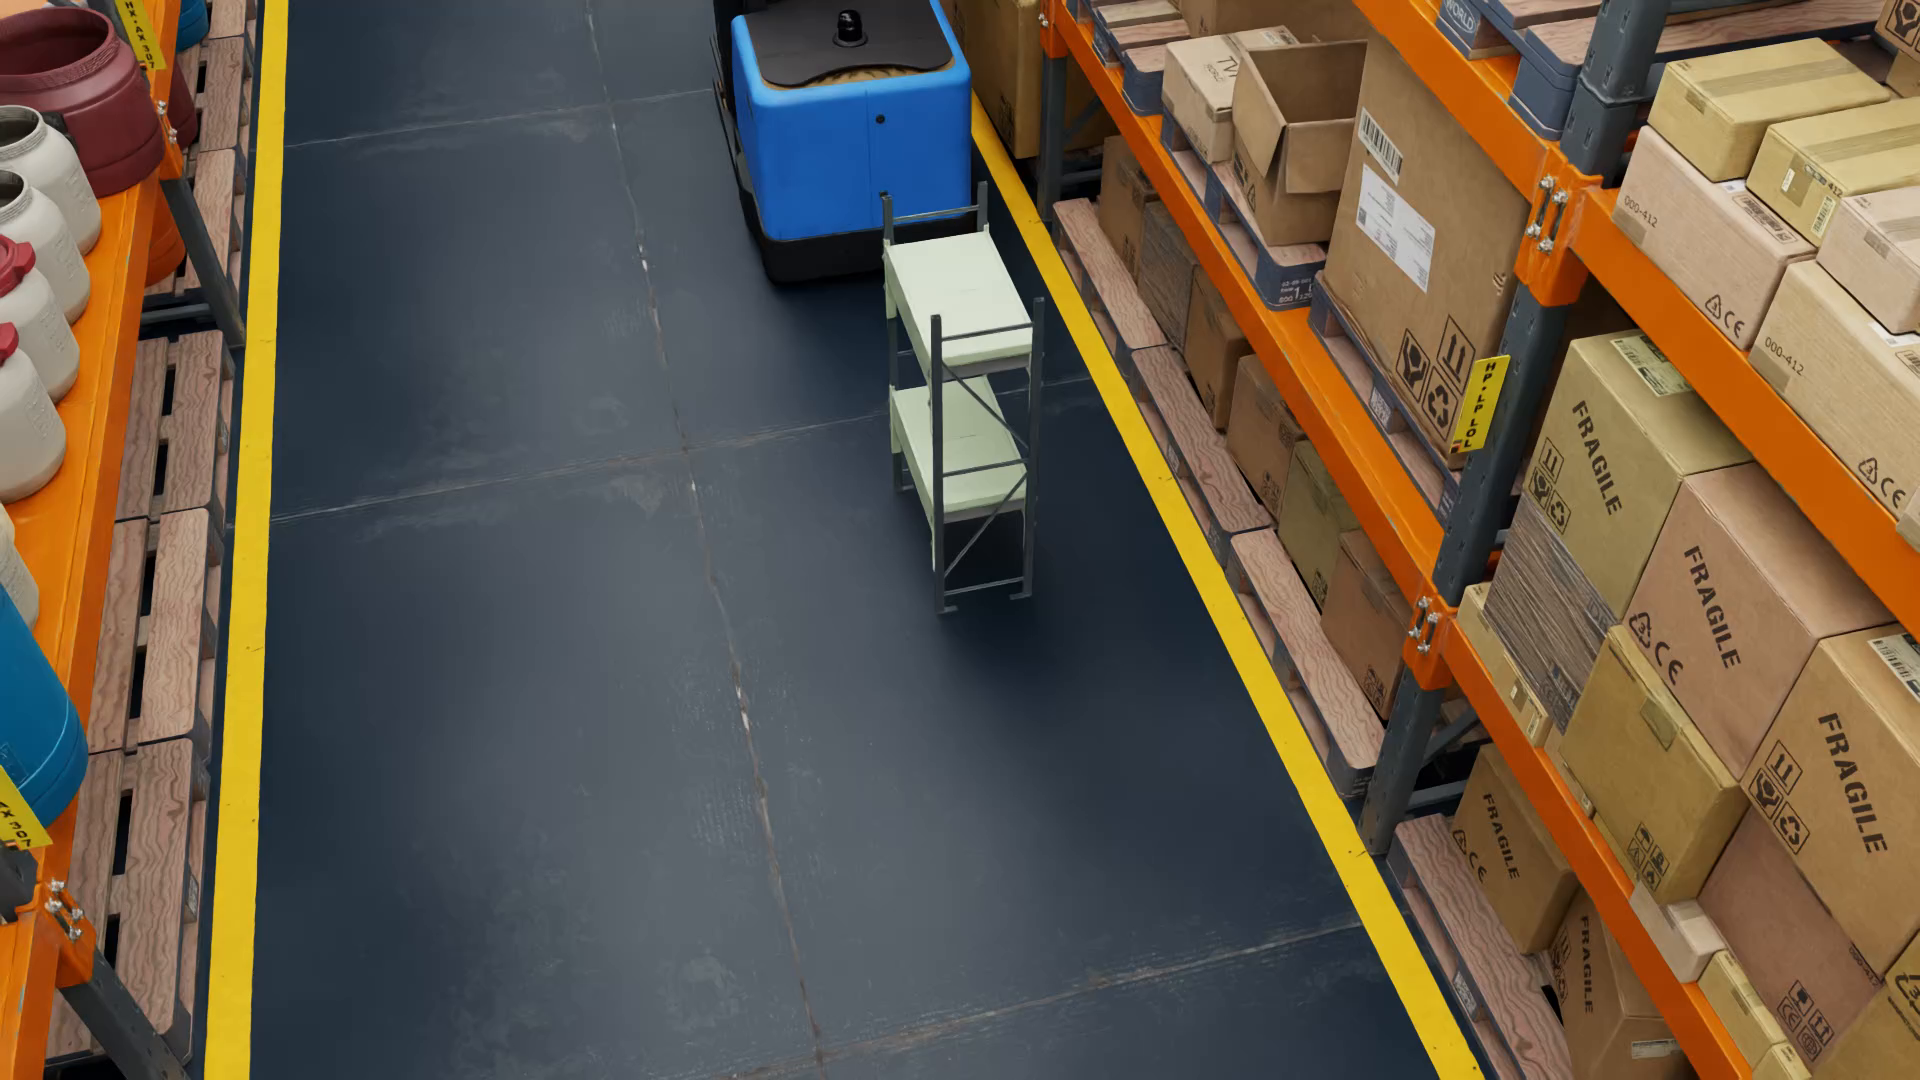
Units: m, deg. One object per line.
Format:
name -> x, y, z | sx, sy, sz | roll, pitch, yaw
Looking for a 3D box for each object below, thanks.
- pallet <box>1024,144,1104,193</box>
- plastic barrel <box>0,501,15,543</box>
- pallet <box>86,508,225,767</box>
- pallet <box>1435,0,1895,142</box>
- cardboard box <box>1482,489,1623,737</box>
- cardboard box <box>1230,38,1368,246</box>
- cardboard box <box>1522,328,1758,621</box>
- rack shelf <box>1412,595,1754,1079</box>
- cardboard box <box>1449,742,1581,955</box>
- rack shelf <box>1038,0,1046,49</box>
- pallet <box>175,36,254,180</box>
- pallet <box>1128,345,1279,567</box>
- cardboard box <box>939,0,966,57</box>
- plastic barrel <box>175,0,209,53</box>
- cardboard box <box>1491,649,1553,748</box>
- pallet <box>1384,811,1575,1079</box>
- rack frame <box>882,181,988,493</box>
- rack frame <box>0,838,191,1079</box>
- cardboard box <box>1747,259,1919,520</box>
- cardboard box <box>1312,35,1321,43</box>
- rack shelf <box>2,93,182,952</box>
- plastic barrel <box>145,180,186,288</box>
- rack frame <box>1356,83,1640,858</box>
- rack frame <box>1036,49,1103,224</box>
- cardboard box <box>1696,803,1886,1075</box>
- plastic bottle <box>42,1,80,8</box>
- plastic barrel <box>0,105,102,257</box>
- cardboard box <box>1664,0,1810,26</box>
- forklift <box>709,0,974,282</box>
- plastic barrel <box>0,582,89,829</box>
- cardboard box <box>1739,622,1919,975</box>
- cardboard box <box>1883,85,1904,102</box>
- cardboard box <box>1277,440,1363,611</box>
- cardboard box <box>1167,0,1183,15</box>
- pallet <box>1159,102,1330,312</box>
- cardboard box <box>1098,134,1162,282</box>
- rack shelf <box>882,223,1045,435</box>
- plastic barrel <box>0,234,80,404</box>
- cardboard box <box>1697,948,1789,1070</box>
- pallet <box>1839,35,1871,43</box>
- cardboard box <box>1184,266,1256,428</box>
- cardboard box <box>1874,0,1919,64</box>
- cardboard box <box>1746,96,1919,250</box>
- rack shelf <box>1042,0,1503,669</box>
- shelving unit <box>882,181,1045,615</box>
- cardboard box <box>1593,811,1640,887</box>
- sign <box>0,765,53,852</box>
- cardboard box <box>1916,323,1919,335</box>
pallet -> 0.770, -2.401, 9.206 | 1.003, 0.211, 1.213 | -11, 47, -10
plastic barrel -> -3.056, -0.046, 5.042 | 0.301, 0.262, 0.301 | 0, 46, 0
pallet -> -3.420, 0.445, 6.417 | 1.003, 0.211, 1.213 | -11, 47, -10
pallet -> 1.868, -1.488, 4.390 | 1.213, 0.211, 1.003 | -11, 47, -10
cardboard box -> 1.978, 0.125, 4.500 | 0.875, 0.500, 0.500 | -11, 47, -10
cardboard box -> 1.390, -1.421, 5.927 | 0.797, 0.503, 0.637 | -6, 46, -6
cardboard box -> 1.792, -0.190, 4.108 | 0.500, 0.500, 0.500 | -11, 47, -10
rack shelf -> 2.435, 1.575, 3.861 | 1.077, 0.370, 4.000 | -11, 47, -10
cardboard box -> 1.986, 0.954, 5.422 | 0.500, 0.500, 0.500 | -12, 47, -12
rack shelf -> 0.387, -3.948, 9.274 | 1.077, 0.370, 4.000 | -11, 47, -10
pallet -> -4.440, -2.315, 9.122 | 1.003, 0.211, 1.213 | -11, 47, -10
pallet -> 1.406, -0.463, 7.307 | 1.003, 0.211, 1.213 | -11, 47, -10
cardboard box -> 0.521, -3.320, 9.348 | 1.225, 0.875, 0.875 | -11, 47, -10
plastic barrel -> -4.609, -3.220, 9.232 | 0.600, 0.901, 0.708 | -11, 47, -10
cardboard box -> 1.738, 0.409, 4.676 | 0.380, 0.149, 0.250 | -11, 47, -10
pallet -> 2.129, 1.375, 5.505 | 1.003, 0.211, 1.213 | -11, 47, -10
rack frame -> -0.092, -0.773, 6.708 | 0.400, 1.500, 0.023 | -11, 47, -10
rack frame -> -2.862, 0.847, 4.070 | 0.949, 2.616, 0.053 | -11, 47, -10
cardboard box -> 1.931, -0.333, 3.232 | 0.500, 0.250, 0.500 | -11, 47, -11
cardboard box -> 1.587, -1.817, 6.482 | 0.396, 0.266, 0.258 | -12, 47, -11
rack shelf -> -3.377, -0.281, 5.680 | 1.077, 0.370, 4.000 | -11, 47, -10
plastic barrel -> -4.031, -1.636, 7.729 | 0.600, 0.830, 0.708 | -11, 47, -10
rack frame -> 1.923, -0.058, 4.957 | 1.000, 3.000, 0.127 | -11, 47, -10
rack frame -> 0.899, -2.819, 7.664 | 1.000, 3.000, 0.127 | -11, 47, -10
cardboard box -> 2.297, 0.804, 3.835 | 0.875, 0.500, 0.500 | -11, 47, -10
plastic bottle -> -3.835, -2.200, 7.144 | 0.152, 0.276, 0.135 | -11, 47, -10
plastic barrel -> -3.419, -1.282, 6.078 | 0.421, 0.512, 0.421 | 0, 46, 0
cardboard box -> 1.898, -1.633, 4.035 | 0.797, 0.503, 0.637 | -13, 47, -12
forklift -> -0.764, -3.361, 8.242 | 1.130, 2.935, 3.031 | -9, 46, -9
plastic barrel -> -2.671, 0.350, 4.206 | 0.600, 0.901, 0.708 | -11, 47, -10
cardboard box -> 2.049, 0.501, 3.432 | 0.500, 0.500, 0.500 | -11, 47, -10
cardboard box -> 2.292, -0.788, 3.678 | 0.500, 0.250, 0.500 | -9, 46, -9
cardboard box -> 1.682, -0.097, 6.438 | 0.700, 0.500, 0.500 | -11, 47, -11
cardboard box -> 1.076, -2.636, 7.120 | 0.500, 0.500, 0.500 | -16, 48, -15
pallet -> 1.445, -1.393, 6.400 | 1.003, 0.211, 1.213 | -11, 47, -10
cardboard box -> 1.089, -1.640, 7.949 | 0.700, 0.500, 0.500 | -13, 47, -12
rack shelf -> 0.002, -0.793, 6.182 | 0.431, 0.370, 0.720 | -11, 47, -10
plastic barrel -> -3.197, -0.706, 5.497 | 0.433, 0.535, 0.433 | 0, 46, 0
cardboard box -> 2.031, 1.092, 4.006 | 0.380, 0.149, 0.250 | -11, 47, -10
pallet -> 5.521, -3.220, 10.009 | 1.003, 0.211, 1.213 | -11, 47, -10
cardboard box -> 1.396, -0.869, 7.194 | 0.700, 0.500, 0.500 | -7, 46, -7
cardboard box -> 2.284, -1.158, 3.306 | 0.500, 0.500, 0.500 | -12, 47, -11
cardboard box -> 1.842, -0.743, 3.354 | 0.380, 0.149, 0.250 | -13, 47, -12
rack shelf -> 1.411, -1.187, 6.567 | 1.077, 0.370, 4.000 | -11, 47, -10
shelving unit -> 0.002, -0.520, 6.461 | 0.431, 1.500, 0.755 | -11, 47, -10
cardboard box -> 1.902, 0.747, 4.344 | 0.380, 0.149, 0.250 | -11, 47, -10
sign -> -2.331, 0.658, 4.062 | 0.100, 0.325, 0.005 | -11, 47, -10
cardboard box -> 1.995, -0.390, 3.008 | 0.380, 0.149, 0.250 | -9, 46, -9
